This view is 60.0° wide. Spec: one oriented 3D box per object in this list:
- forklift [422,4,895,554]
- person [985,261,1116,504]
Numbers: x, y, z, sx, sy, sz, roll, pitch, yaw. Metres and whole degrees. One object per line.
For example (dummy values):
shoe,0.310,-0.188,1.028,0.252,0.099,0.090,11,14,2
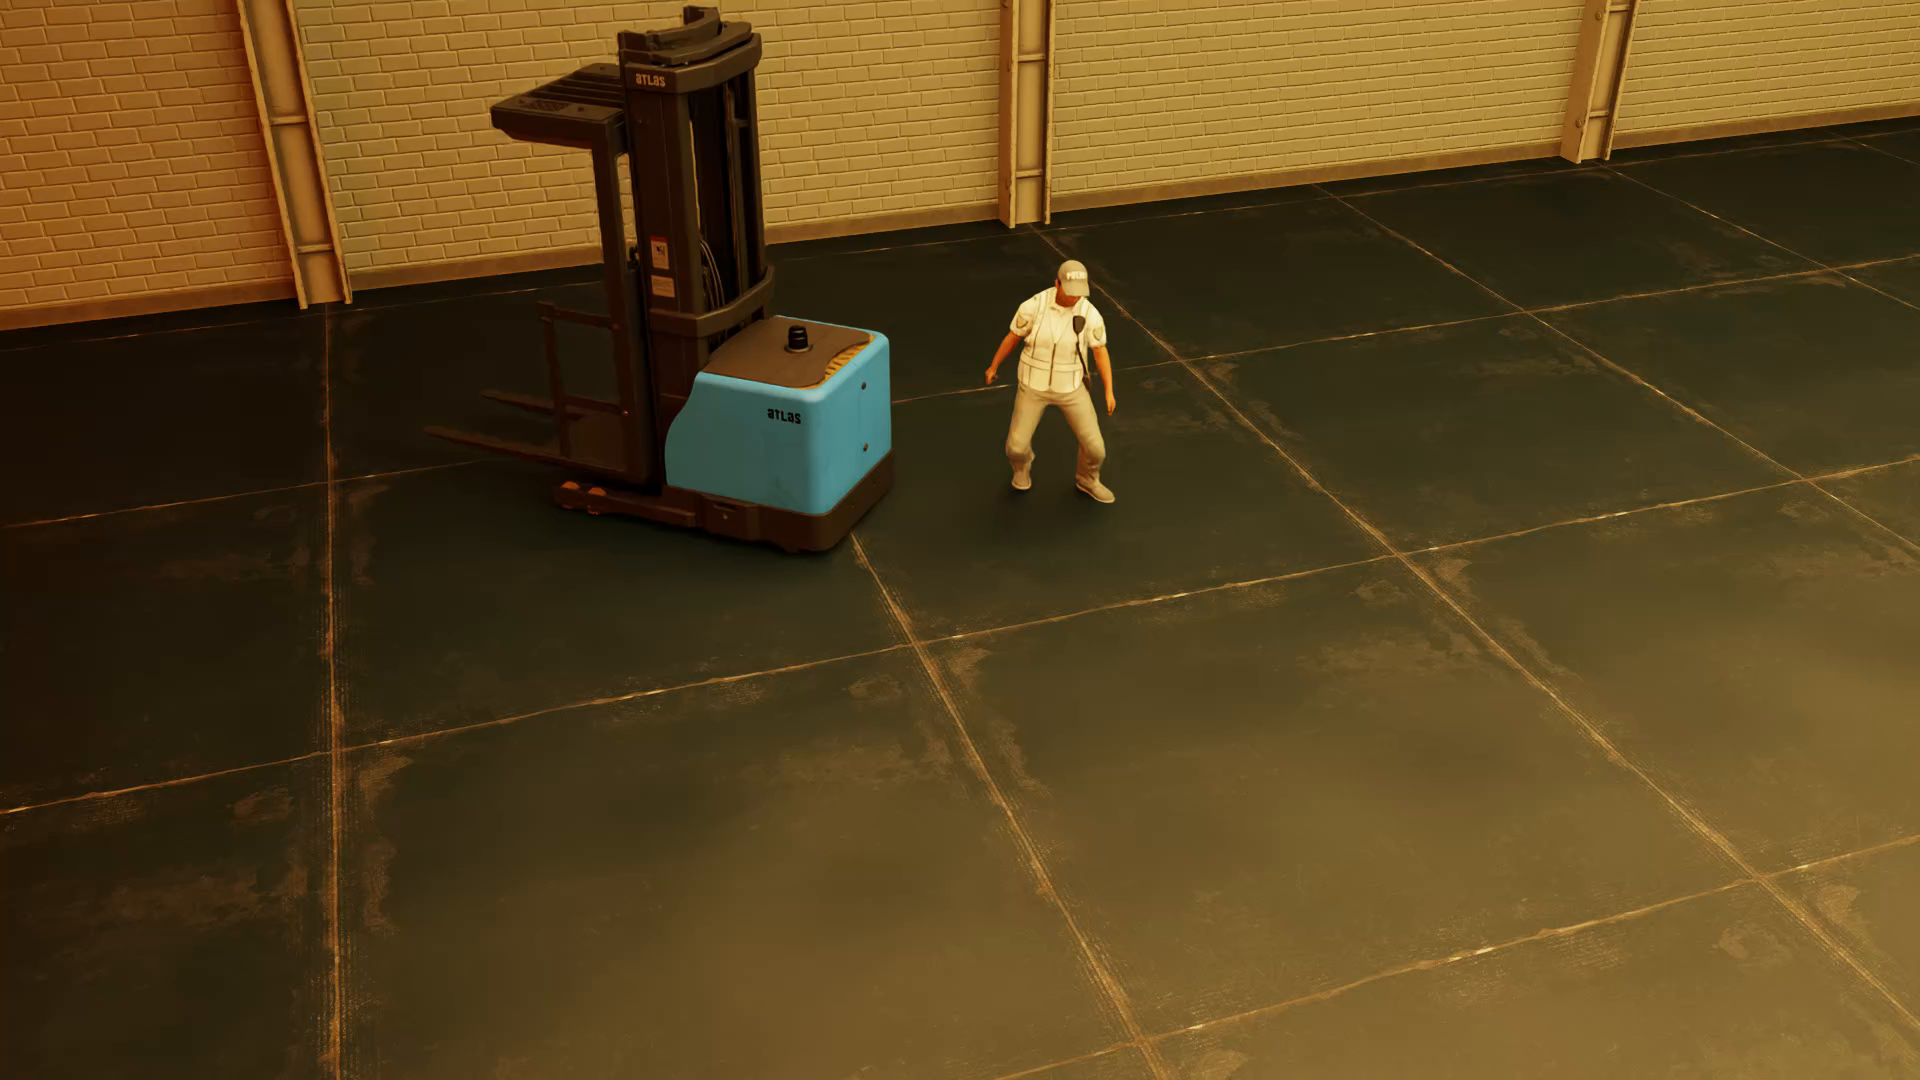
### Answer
forklift,-1.981,-1.656,9.965,3.031,2.935,1.130,12,32,19
person,0.563,-0.972,10.140,0.838,1.591,0.483,5,30,8
